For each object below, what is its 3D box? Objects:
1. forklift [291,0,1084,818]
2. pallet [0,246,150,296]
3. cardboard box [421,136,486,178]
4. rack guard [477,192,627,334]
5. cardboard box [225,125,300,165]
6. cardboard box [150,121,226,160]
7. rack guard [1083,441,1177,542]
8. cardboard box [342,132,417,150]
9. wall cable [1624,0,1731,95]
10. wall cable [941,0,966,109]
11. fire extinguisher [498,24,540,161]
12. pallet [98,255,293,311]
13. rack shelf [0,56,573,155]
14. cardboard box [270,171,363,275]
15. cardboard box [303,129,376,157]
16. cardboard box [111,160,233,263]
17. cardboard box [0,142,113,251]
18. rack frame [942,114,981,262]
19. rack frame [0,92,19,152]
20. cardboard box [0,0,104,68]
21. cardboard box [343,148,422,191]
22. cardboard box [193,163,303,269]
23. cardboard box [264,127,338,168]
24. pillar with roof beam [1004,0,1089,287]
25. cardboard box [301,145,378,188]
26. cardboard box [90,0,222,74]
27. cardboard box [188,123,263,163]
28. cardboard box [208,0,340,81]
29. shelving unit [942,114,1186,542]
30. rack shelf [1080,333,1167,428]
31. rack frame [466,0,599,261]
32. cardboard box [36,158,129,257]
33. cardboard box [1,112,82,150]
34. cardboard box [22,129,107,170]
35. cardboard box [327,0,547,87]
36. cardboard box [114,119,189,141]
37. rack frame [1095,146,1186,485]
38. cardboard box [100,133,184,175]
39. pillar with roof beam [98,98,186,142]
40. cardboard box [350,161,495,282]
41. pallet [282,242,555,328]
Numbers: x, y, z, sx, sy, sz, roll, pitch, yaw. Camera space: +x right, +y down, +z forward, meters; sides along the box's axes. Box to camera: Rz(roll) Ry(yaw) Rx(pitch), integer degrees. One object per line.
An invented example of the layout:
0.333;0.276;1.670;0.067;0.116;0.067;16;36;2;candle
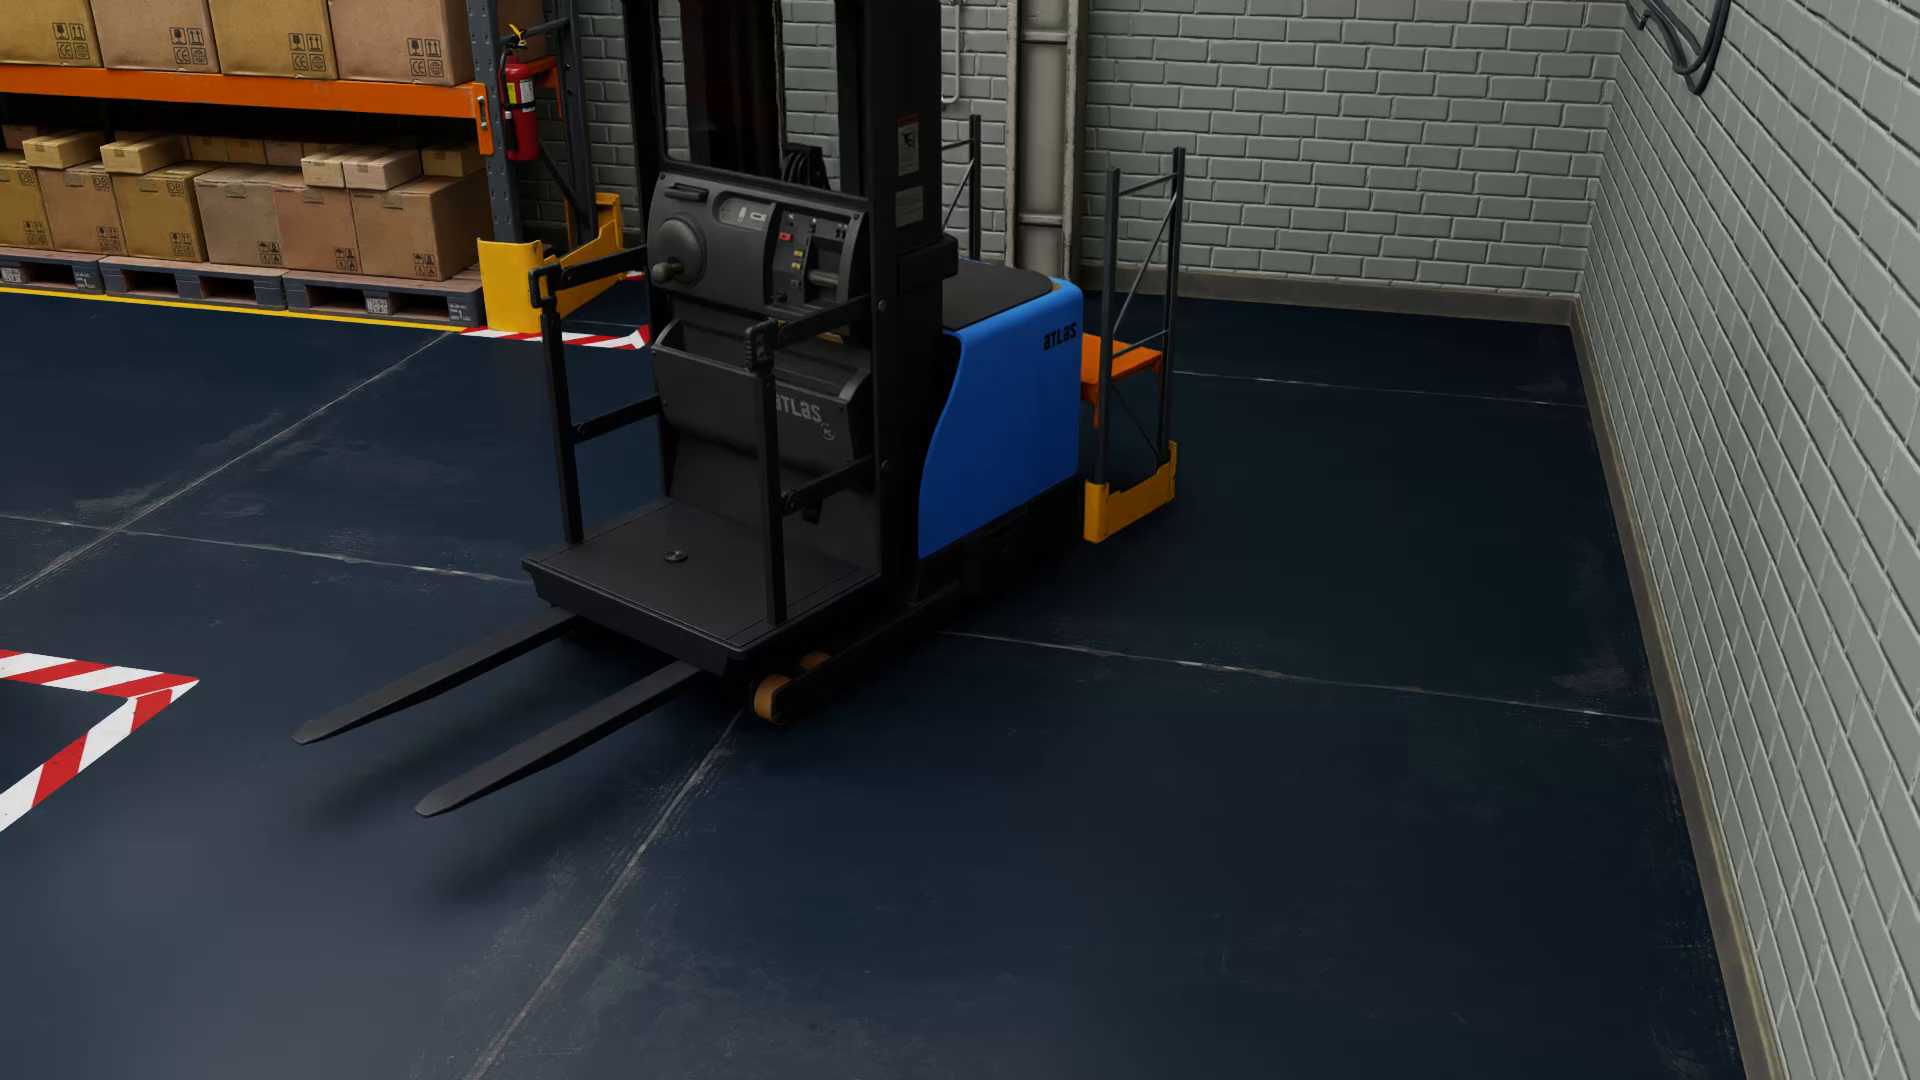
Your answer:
-0.817;-0.955;5.346;1.130;2.935;3.031;18;31;34;forklift
-5.502;-1.800;10.284;1.213;0.211;1.003;6;26;13;pallet
-2.877;-2.201;9.549;0.250;0.149;0.380;6;26;13;cardboard box
-2.322;-1.613;9.557;0.348;0.500;1.175;6;26;13;rack guard
-4.106;-2.336;9.833;0.250;0.149;0.380;7;26;14;cardboard box
-4.601;-2.391;9.948;0.250;0.149;0.380;7;26;14;cardboard box
0.710;-0.209;6.898;0.087;0.250;0.587;19;31;35;rack guard
-3.368;-2.255;9.663;0.250;0.149;0.380;6;26;13;cardboard box
3.043;-3.297;6.819;0.112;2.526;3.097;6;26;13;wall cable
-0.870;-3.460;9.346;1.851;1.984;0.084;6;26;13;wall cable
-2.314;-2.333;8.684;0.183;0.674;0.296;6;26;13;fire extinguisher
-4.317;-1.670;10.012;1.213;0.211;1.003;6;26;13;pallet
-4.282;-2.634;9.629;4.000;0.370;1.077;6;26;13;rack shelf
-3.533;-1.892;9.654;0.500;0.500;0.700;6;26;13;cardboard box
-3.610;-2.282;9.719;0.250;0.149;0.380;7;26;13;cardboard box
-4.538;-2.000;9.880;0.500;0.500;0.700;7;26;14;cardboard box
-5.521;-2.111;10.114;0.500;0.500;0.700;7;26;14;cardboard box
-0.079;-1.048;7.207;0.032;1.500;0.500;19;31;35;rack frame
-6.219;-3.173;9.924;0.127;3.000;1.000;6;26;13;rack frame
-4.992;-3.163;9.555;0.700;0.700;0.980;6;26;12;cardboard box
-3.218;-2.069;9.272;0.250;0.149;0.380;6;26;12;cardboard box
-4.020;-1.946;9.767;0.500;0.500;0.700;5;26;11;cardboard box
-3.857;-2.309;9.776;0.250;0.149;0.380;7;26;14;cardboard box
-0.587;-3.732;4.120;0.400;9.000;9.100;6;26;13;pillar with roof beam
-3.466;-2.097;9.329;0.250;0.149;0.380;7;26;14;cardboard box
-4.285;-3.089;9.400;0.700;0.700;0.980;5;26;10;cardboard box
-4.351;-2.364;9.890;0.250;0.149;0.380;6;26;12;cardboard box
-3.549;-3.004;9.220;0.700;0.700;0.980;6;26;13;cardboard box
0.323;-0.908;6.912;1.083;1.500;0.587;19;31;35;shelving unit
0.316;-0.748;6.995;1.000;0.185;0.538;19;31;35;rack shelf
-2.345;-2.744;9.025;0.127;3.000;1.000;6;26;13;rack frame
-5.035;-2.056;9.998;0.500;0.500;0.700;6;26;12;cardboard box
-5.612;-2.502;10.181;0.250;0.149;0.380;6;26;13;cardboard box
-5.234;-2.291;9.738;0.250;0.149;0.380;7;26;15;cardboard box
-2.842;-2.930;9.066;0.700;0.700;0.980;8;26;15;cardboard box
-4.845;-2.418;10.005;0.250;0.149;0.380;5;26;11;cardboard box
0.711;-0.773;6.629;0.032;1.500;0.500;19;31;35;rack frame
-4.729;-2.235;9.621;0.250;0.149;0.380;6;26;12;cardboard box
-6.398;-4.374;5.469;0.400;9.000;9.100;6;26;13;pillar with roof beam
-3.048;-1.839;9.542;0.500;0.500;0.700;6;26;13;cardboard box
-3.139;-1.538;9.736;1.213;0.211;1.003;6;26;13;pallet
